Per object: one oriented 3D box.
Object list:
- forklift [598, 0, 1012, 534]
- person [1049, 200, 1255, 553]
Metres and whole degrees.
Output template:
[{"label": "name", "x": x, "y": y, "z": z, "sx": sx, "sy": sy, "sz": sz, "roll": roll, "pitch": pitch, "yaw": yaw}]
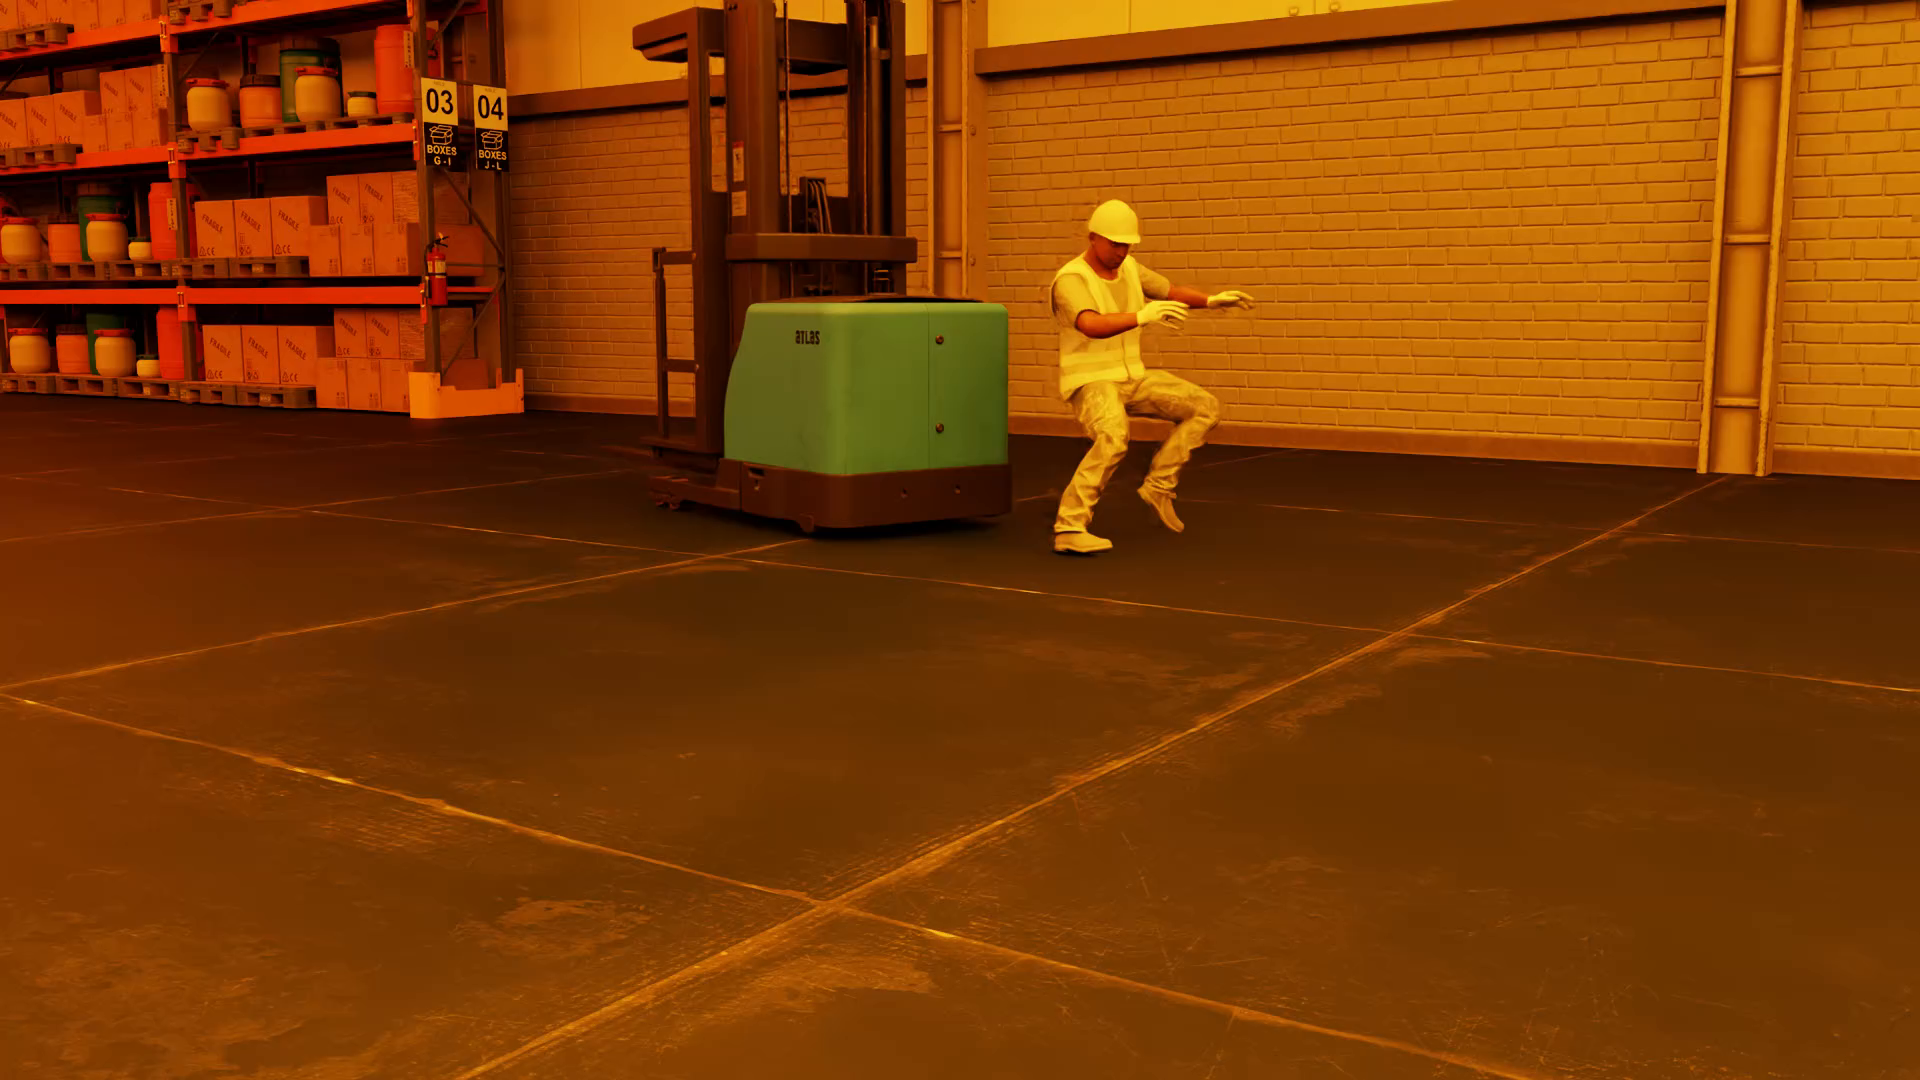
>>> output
[{"label": "forklift", "x": -1.015, "y": -1.643, "z": 8.746, "sx": 1.130, "sy": 2.935, "sz": 3.031, "roll": -6, "pitch": 10, "yaw": -35}, {"label": "person", "x": 0.796, "y": -0.742, "z": 7.422, "sx": 1.011, "sy": 1.527, "sz": 0.795, "roll": -7, "pitch": 11, "yaw": -42}]
